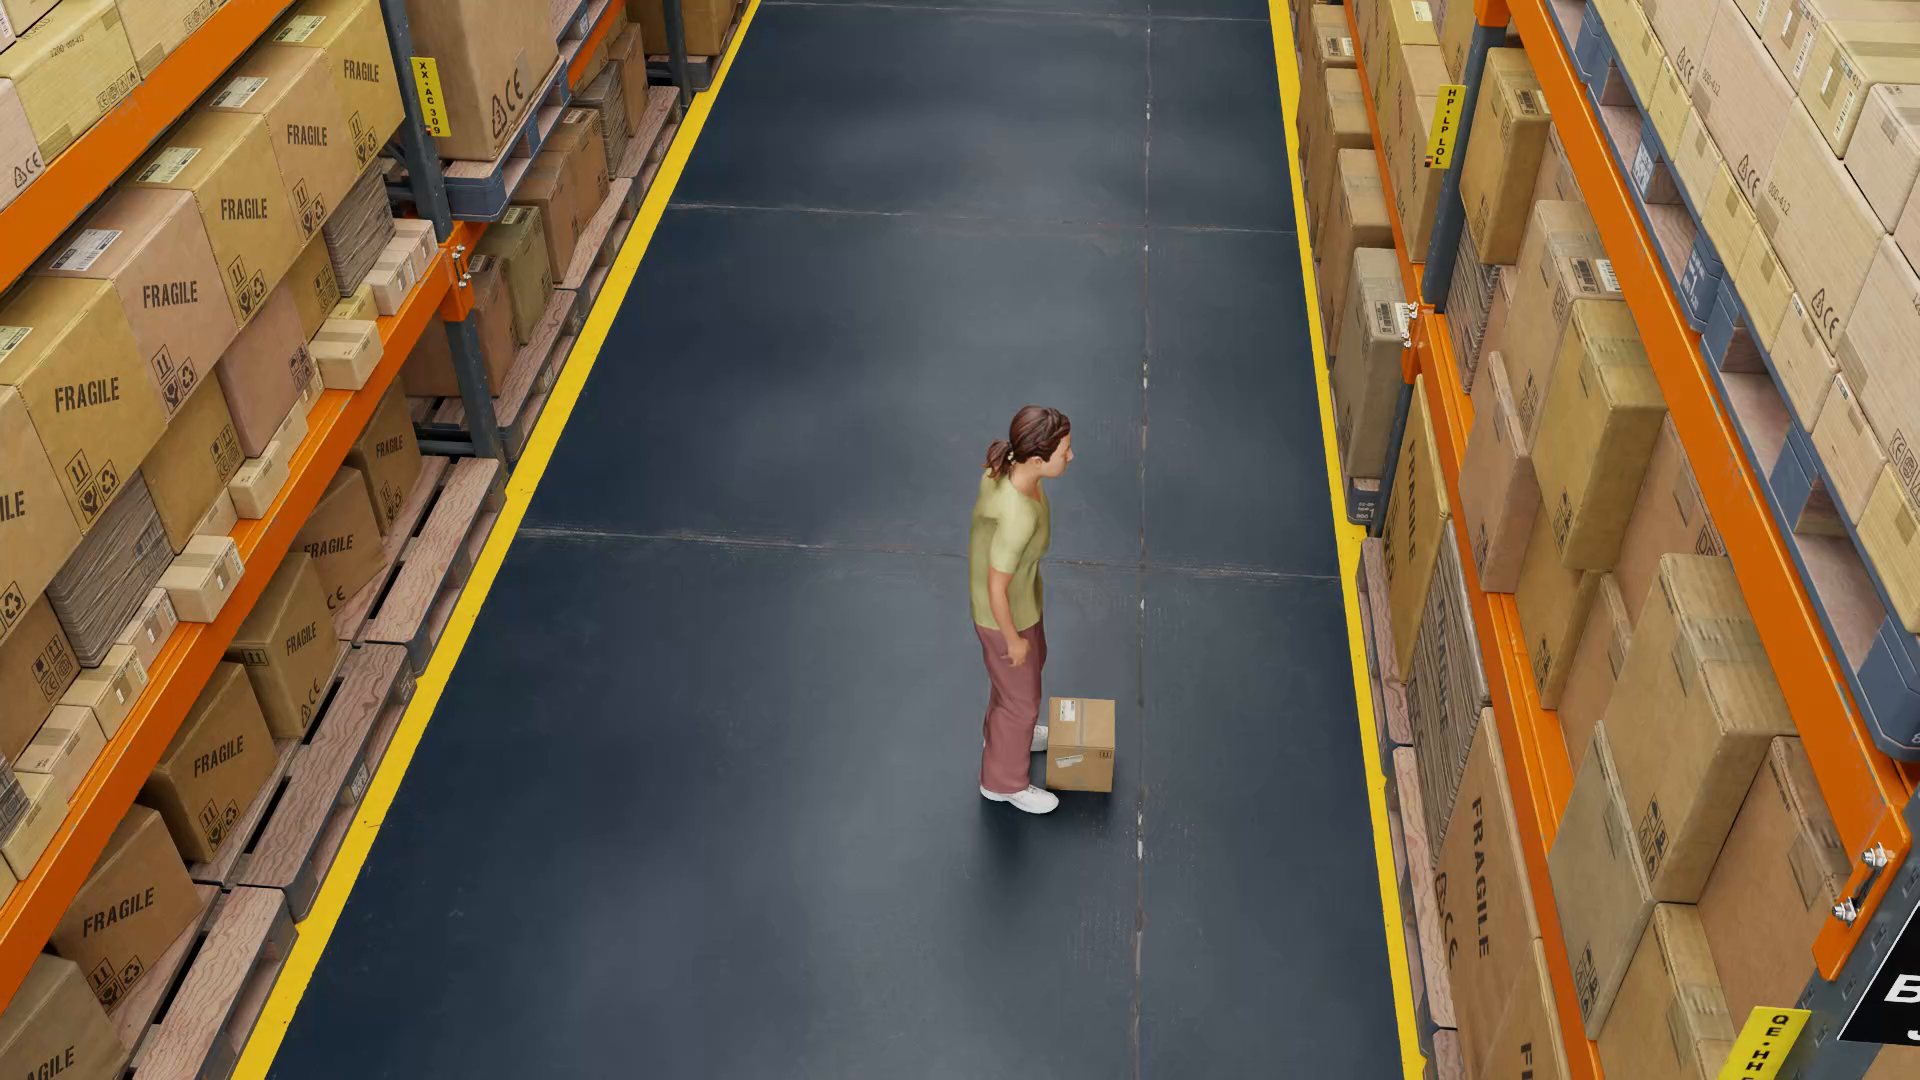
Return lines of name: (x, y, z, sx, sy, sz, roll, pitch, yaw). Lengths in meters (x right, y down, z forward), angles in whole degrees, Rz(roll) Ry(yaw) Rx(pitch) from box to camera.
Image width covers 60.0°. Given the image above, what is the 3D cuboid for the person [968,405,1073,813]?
person: (0.210, 0.231, 5.885, 0.363, 1.672, 0.496, 2, 40, 3)
